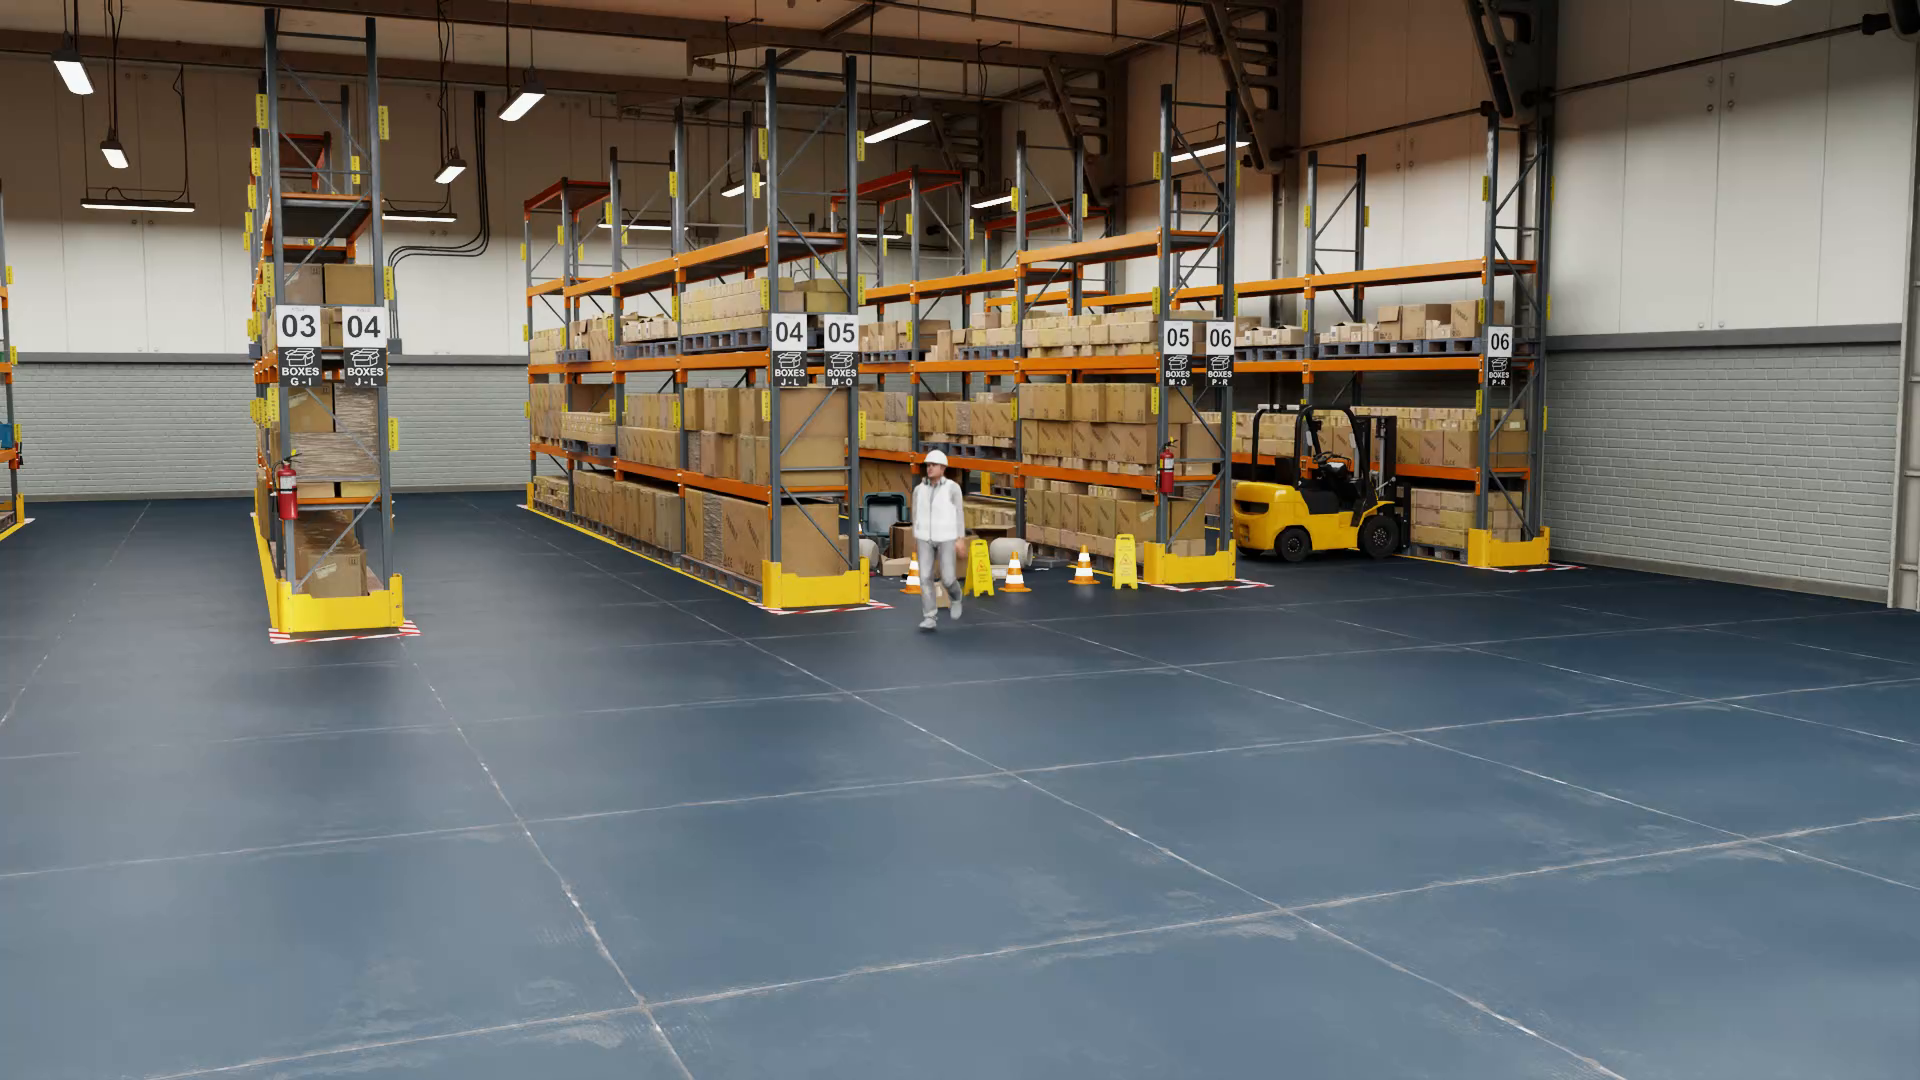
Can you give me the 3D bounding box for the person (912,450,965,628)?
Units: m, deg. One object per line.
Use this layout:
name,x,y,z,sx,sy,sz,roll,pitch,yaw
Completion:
person,-0.212,-0.012,16.537,0.553,1.763,0.625,2,6,18
